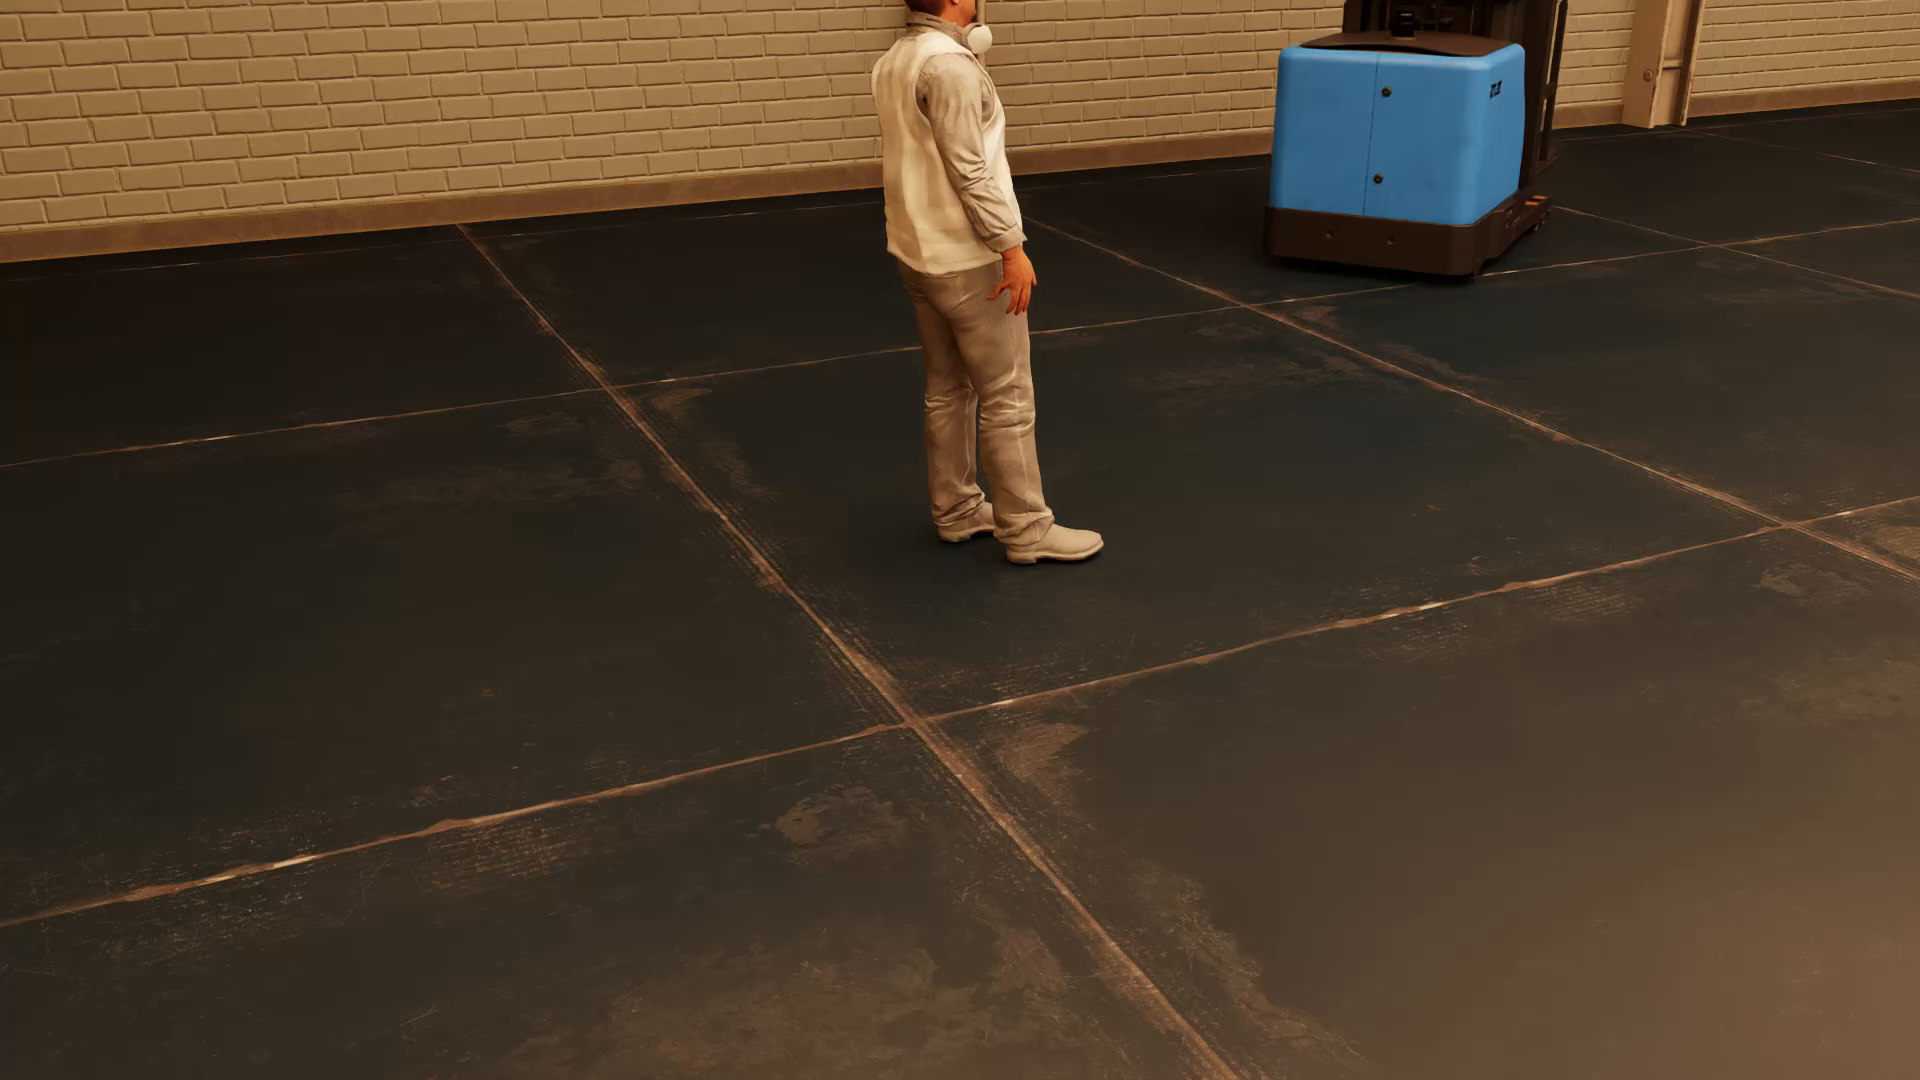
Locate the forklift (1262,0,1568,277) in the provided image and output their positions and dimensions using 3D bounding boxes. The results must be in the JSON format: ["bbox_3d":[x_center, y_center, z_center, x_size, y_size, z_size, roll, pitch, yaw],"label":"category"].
[{"bbox_3d":[2.692,-3.144,8.854,1.130,2.935,3.031,12,25,27],"label":"forklift"}]

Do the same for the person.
[{"bbox_3d":[0.062,-0.834,4.782,0.564,1.773,0.632,-10,25,-23],"label":"person"}]
